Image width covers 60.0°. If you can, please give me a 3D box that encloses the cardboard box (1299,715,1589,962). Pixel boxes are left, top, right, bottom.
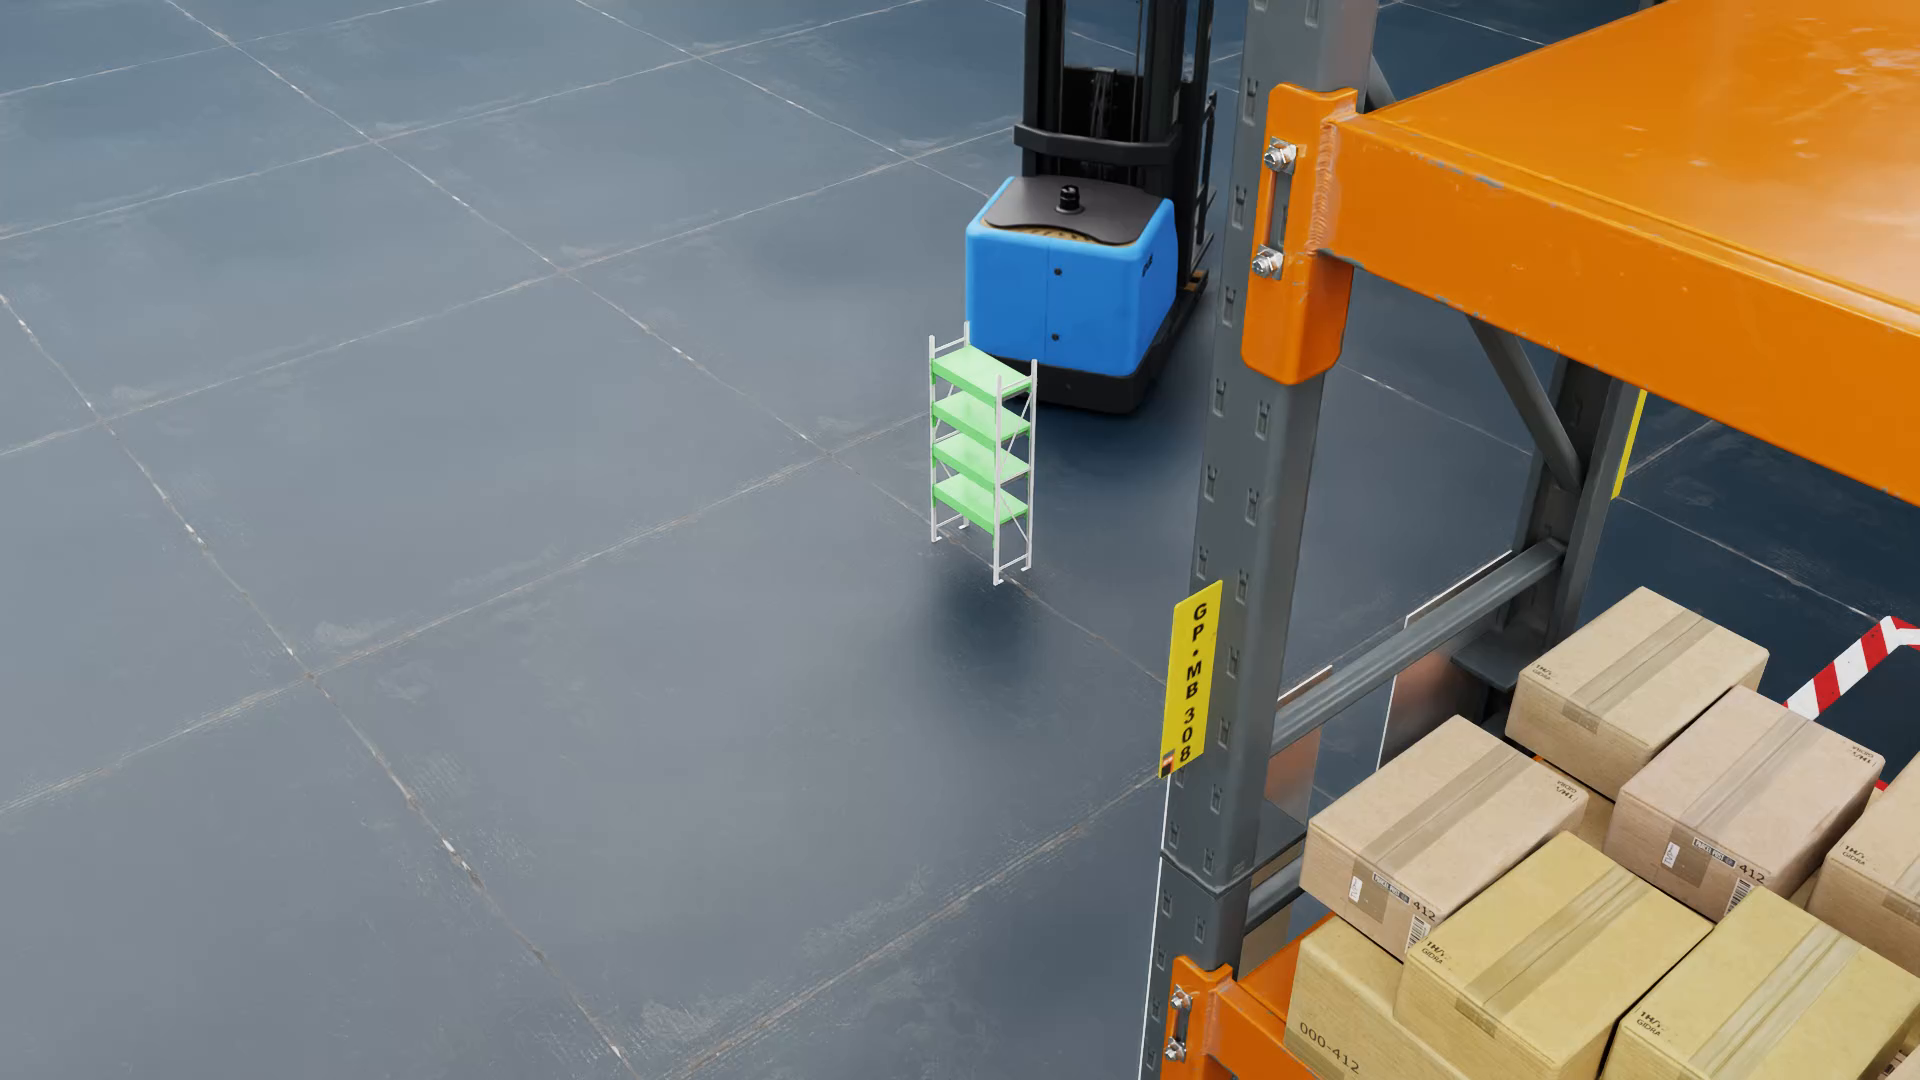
[{"bbox_3d":[0.751,0.466,2.587,0.380,0.149,0.250,-26,43,-32],"label":"cardboard box"}]

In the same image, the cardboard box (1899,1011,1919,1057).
[{"bbox_3d":[1.580,0.759,2.519,0.500,0.250,0.500,-26,43,-32],"label":"cardboard box"}]

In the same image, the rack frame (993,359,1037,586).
[{"bbox_3d":[0.264,-0.309,8.049,0.240,1.200,0.015,-26,43,-32],"label":"rack frame"}]

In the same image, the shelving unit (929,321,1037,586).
[{"bbox_3d":[0.107,-0.417,8.201,0.258,1.200,0.503,-26,43,-32],"label":"shelving unit"}]

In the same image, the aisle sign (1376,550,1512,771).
[{"bbox_3d":[0.939,0.384,3.264,0.394,0.787,0.004,-26,43,-32],"label":"aisle sign"}]

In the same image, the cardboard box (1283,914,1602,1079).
[{"bbox_3d":[0.864,0.730,2.559,0.500,0.250,0.500,-25,42,-30],"label":"cardboard box"}]

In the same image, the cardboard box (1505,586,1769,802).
[{"bbox_3d":[1.168,0.265,2.872,0.380,0.149,0.250,-26,43,-32],"label":"cardboard box"}]

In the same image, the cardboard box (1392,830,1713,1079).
[{"bbox_3d":[0.845,0.617,2.374,0.380,0.149,0.250,-25,42,-31],"label":"cardboard box"}]

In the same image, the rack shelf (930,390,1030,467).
[{"bbox_3d":[0.107,-0.560,8.099,0.258,0.148,0.480,-26,43,-32],"label":"rack shelf"}]

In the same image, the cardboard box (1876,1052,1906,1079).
[{"bbox_3d":[1.201,0.956,2.241,0.500,0.250,0.500,-27,43,-33],"label":"cardboard box"}]

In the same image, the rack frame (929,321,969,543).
[{"bbox_3d":[-0.051,-0.524,8.353,0.240,1.200,0.015,-26,43,-32],"label":"rack frame"}]

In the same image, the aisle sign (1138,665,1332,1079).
[{"bbox_3d":[0.481,0.608,2.948,0.394,0.787,0.004,-26,43,-32],"label":"aisle sign"}]

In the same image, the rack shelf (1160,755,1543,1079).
[{"bbox_3d":[2.041,1.537,1.913,1.077,0.370,4.000,-26,43,-32],"label":"rack shelf"}]

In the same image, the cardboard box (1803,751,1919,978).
[{"bbox_3d":[1.506,0.503,2.535,0.380,0.149,0.250,-28,44,-34],"label":"cardboard box"}]

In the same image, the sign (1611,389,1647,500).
[{"bbox_3d":[1.187,-0.200,2.976,0.100,0.325,0.005,-26,43,-32],"label":"sign"}]

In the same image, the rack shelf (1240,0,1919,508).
[{"bbox_3d":[2.041,0.314,1.047,1.077,0.370,4.000,-26,43,-32],"label":"rack shelf"}]

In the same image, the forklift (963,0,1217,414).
[{"bbox_3d":[0.993,-2.769,10.025,1.130,2.935,3.031,12,37,16],"label":"forklift"}]

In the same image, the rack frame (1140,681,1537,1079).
[{"bbox_3d":[0.750,1.584,3.819,1.000,3.000,0.127,-26,43,-32],"label":"rack frame"}]

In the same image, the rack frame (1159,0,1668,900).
[{"bbox_3d":[0.750,-0.864,2.085,1.000,3.000,0.127,-26,43,-32],"label":"rack frame"}]

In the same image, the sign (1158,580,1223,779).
[{"bbox_3d":[0.336,0.206,2.414,0.100,0.325,0.005,-26,43,-32],"label":"sign"}]

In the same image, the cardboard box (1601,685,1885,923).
[{"bbox_3d":[1.246,0.423,2.648,0.380,0.149,0.250,-28,44,-33],"label":"cardboard box"}]

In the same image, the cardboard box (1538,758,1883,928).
[{"bbox_3d":[1.255,0.539,2.829,0.500,0.250,0.500,-25,42,-31],"label":"cardboard box"}]

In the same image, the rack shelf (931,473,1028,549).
[{"bbox_3d":[0.107,-0.169,8.377,0.258,0.148,0.480,-26,43,-32],"label":"rack shelf"}]

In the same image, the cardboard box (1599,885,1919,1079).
[{"bbox_3d":[1.102,0.682,2.282,0.380,0.149,0.250,-27,43,-33],"label":"cardboard box"}]

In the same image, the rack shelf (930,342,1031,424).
[{"bbox_3d":[0.107,-0.756,7.961,0.258,0.148,0.480,-26,43,-32],"label":"rack shelf"}]

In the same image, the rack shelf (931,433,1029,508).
[{"bbox_3d":[0.107,-0.364,8.238,0.258,0.148,0.480,-26,43,-32],"label":"rack shelf"}]
